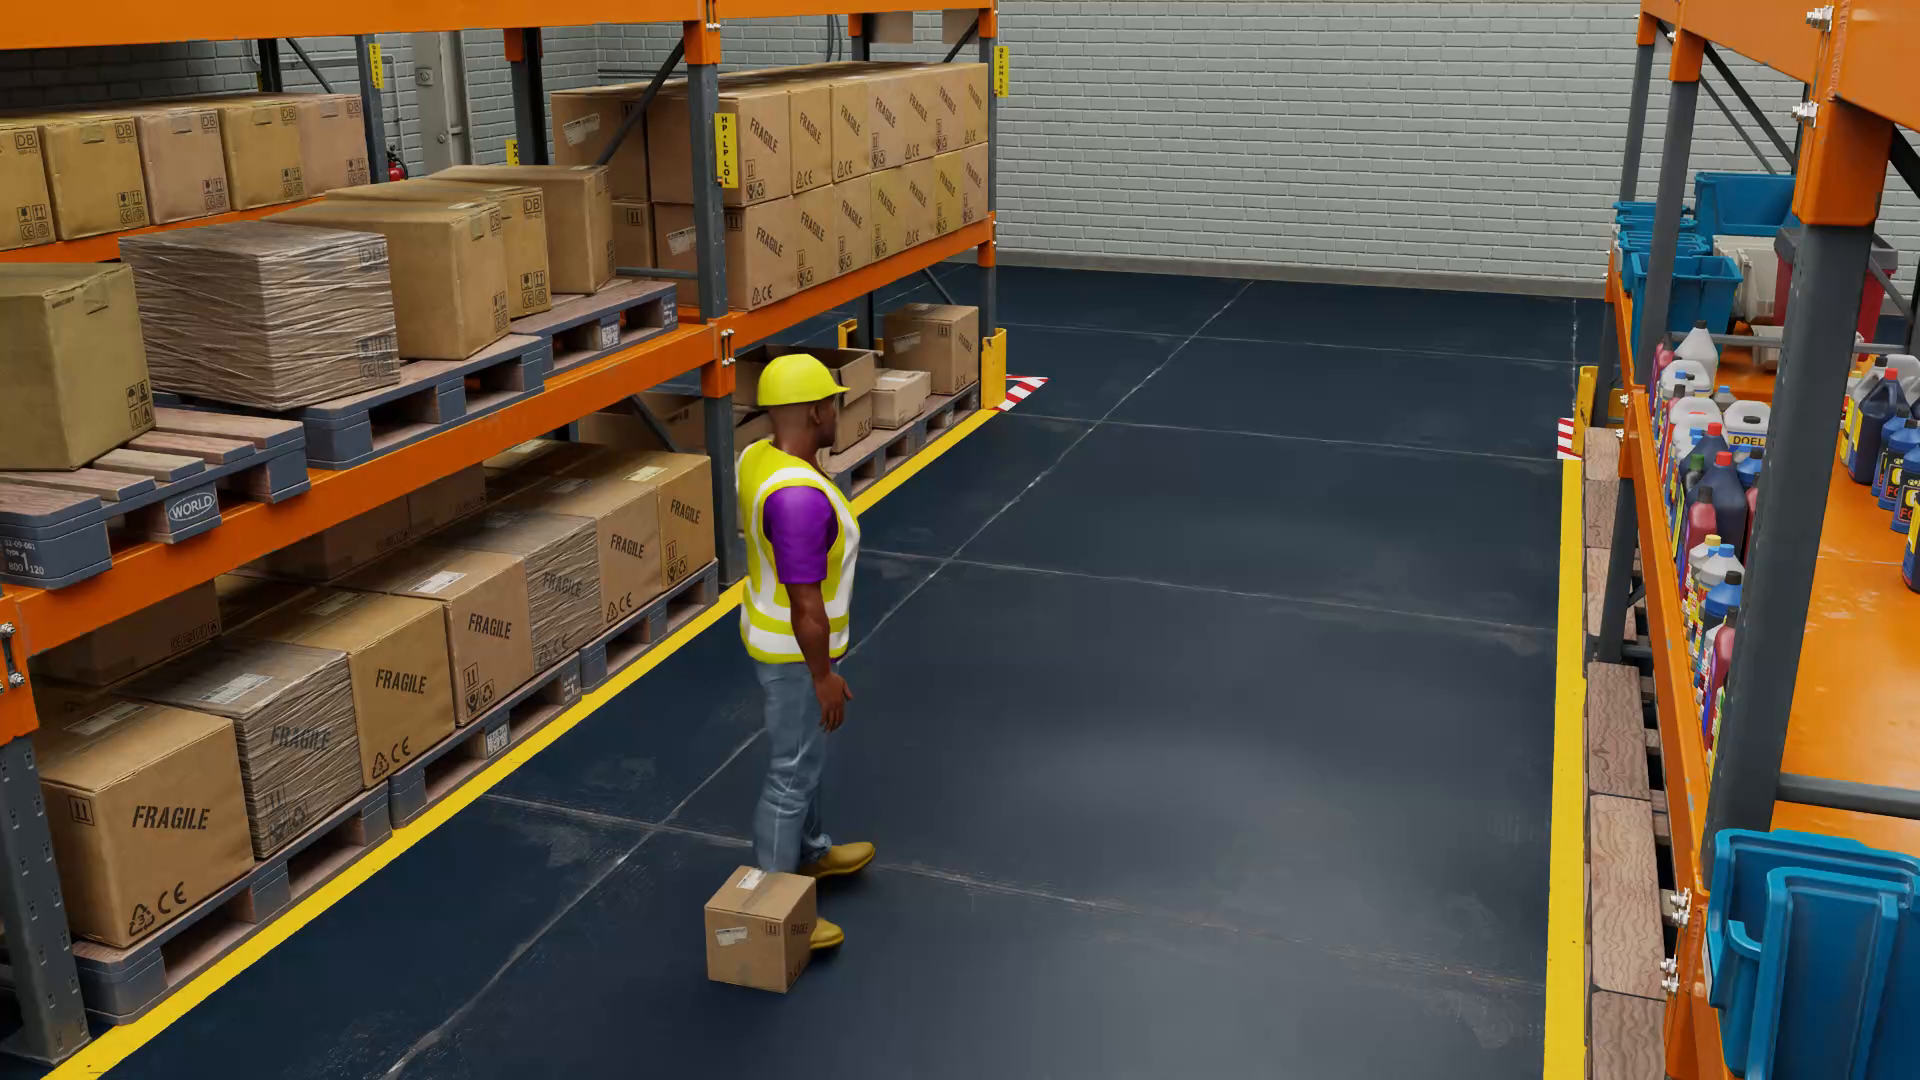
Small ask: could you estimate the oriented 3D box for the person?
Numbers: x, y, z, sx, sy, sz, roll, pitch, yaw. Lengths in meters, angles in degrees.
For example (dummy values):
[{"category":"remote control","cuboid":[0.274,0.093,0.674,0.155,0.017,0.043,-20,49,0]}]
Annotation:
[{"category":"person","cuboid":[-0.455,0.326,5.016,0.441,1.729,0.631,-4,19,-12]}]
